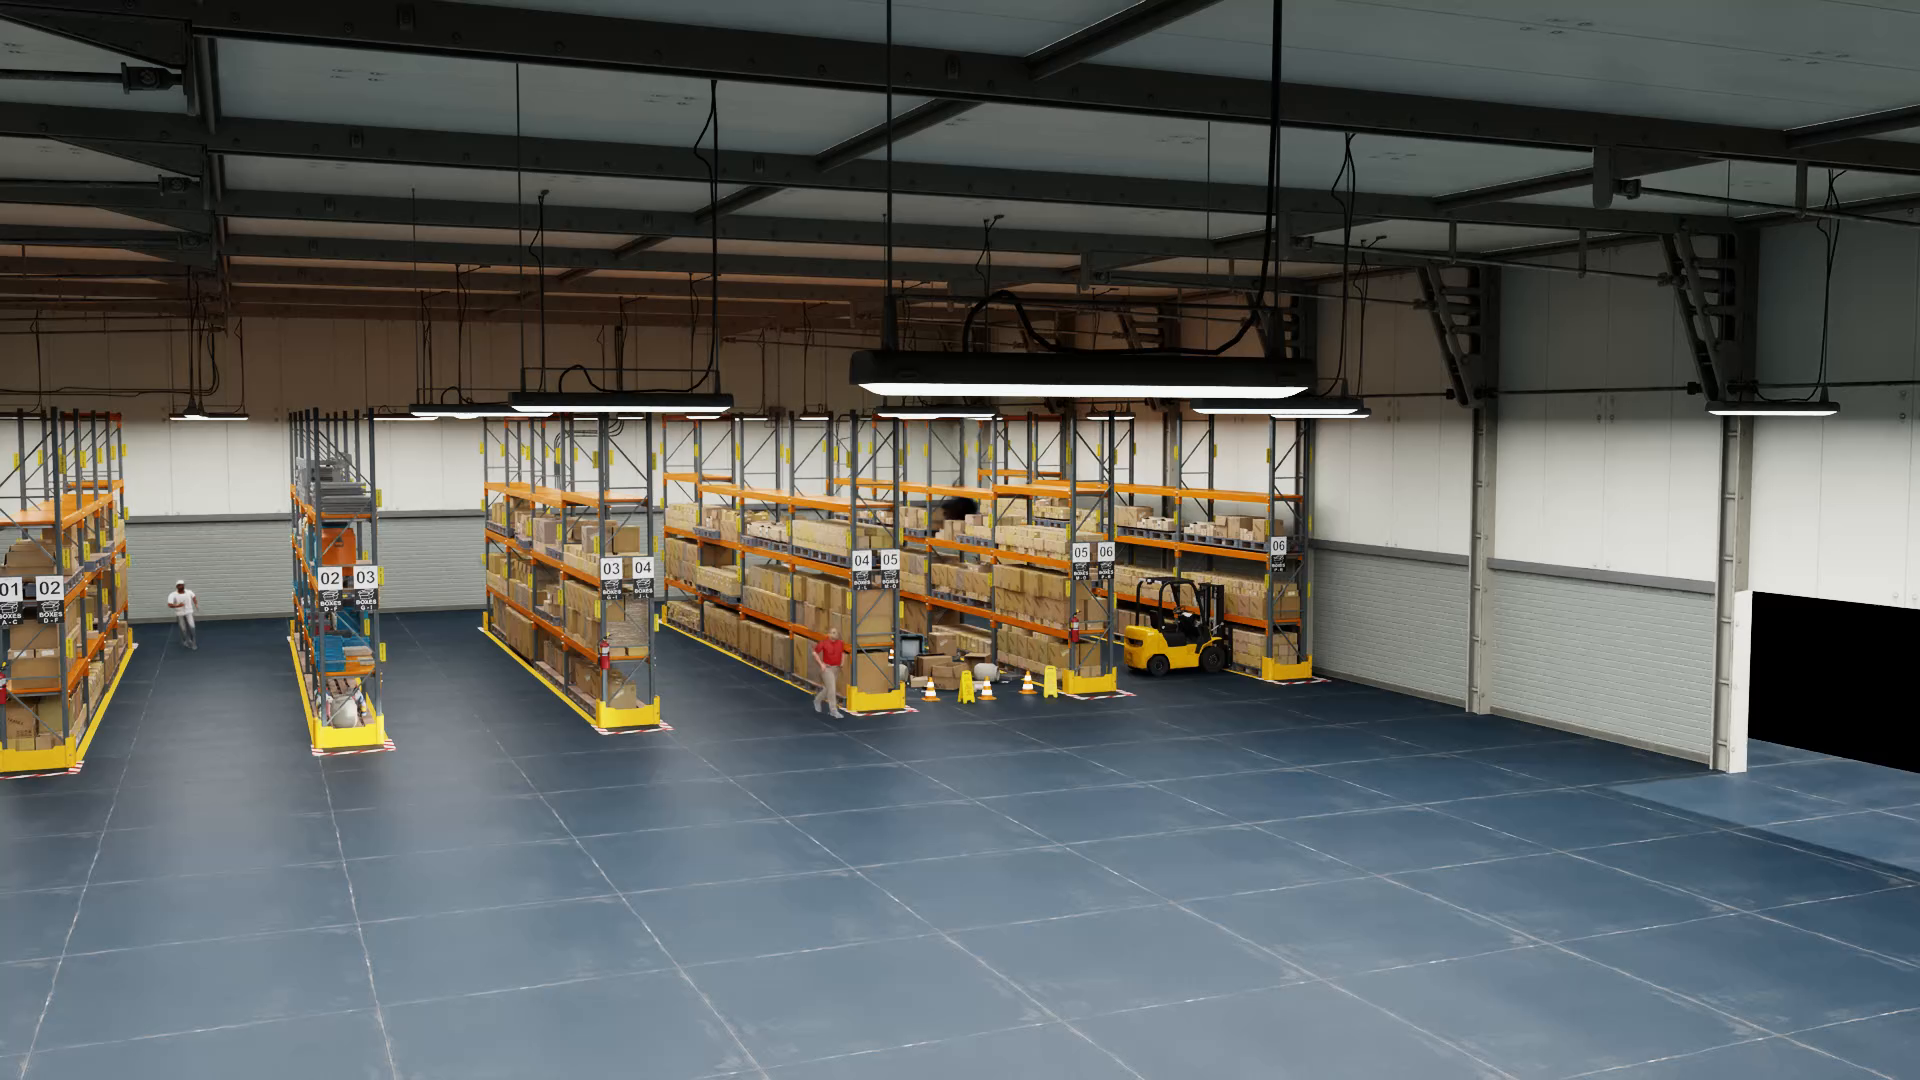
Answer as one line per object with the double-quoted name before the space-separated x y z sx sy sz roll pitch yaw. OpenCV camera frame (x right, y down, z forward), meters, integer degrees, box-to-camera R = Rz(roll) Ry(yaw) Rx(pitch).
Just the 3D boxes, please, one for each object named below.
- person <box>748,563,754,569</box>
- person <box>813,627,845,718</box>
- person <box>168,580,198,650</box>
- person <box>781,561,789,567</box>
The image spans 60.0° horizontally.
"person" -5.892 1.525 47.464 0.656 1.757 0.879 -3 5 -35
"person" -2.530 2.562 32.510 0.928 1.726 0.654 4 5 42
"person" -19.701 1.832 42.189 0.715 1.650 0.657 -2 5 -30
"person" -5.317 1.321 50.594 0.809 1.727 0.589 -2 4 -21
